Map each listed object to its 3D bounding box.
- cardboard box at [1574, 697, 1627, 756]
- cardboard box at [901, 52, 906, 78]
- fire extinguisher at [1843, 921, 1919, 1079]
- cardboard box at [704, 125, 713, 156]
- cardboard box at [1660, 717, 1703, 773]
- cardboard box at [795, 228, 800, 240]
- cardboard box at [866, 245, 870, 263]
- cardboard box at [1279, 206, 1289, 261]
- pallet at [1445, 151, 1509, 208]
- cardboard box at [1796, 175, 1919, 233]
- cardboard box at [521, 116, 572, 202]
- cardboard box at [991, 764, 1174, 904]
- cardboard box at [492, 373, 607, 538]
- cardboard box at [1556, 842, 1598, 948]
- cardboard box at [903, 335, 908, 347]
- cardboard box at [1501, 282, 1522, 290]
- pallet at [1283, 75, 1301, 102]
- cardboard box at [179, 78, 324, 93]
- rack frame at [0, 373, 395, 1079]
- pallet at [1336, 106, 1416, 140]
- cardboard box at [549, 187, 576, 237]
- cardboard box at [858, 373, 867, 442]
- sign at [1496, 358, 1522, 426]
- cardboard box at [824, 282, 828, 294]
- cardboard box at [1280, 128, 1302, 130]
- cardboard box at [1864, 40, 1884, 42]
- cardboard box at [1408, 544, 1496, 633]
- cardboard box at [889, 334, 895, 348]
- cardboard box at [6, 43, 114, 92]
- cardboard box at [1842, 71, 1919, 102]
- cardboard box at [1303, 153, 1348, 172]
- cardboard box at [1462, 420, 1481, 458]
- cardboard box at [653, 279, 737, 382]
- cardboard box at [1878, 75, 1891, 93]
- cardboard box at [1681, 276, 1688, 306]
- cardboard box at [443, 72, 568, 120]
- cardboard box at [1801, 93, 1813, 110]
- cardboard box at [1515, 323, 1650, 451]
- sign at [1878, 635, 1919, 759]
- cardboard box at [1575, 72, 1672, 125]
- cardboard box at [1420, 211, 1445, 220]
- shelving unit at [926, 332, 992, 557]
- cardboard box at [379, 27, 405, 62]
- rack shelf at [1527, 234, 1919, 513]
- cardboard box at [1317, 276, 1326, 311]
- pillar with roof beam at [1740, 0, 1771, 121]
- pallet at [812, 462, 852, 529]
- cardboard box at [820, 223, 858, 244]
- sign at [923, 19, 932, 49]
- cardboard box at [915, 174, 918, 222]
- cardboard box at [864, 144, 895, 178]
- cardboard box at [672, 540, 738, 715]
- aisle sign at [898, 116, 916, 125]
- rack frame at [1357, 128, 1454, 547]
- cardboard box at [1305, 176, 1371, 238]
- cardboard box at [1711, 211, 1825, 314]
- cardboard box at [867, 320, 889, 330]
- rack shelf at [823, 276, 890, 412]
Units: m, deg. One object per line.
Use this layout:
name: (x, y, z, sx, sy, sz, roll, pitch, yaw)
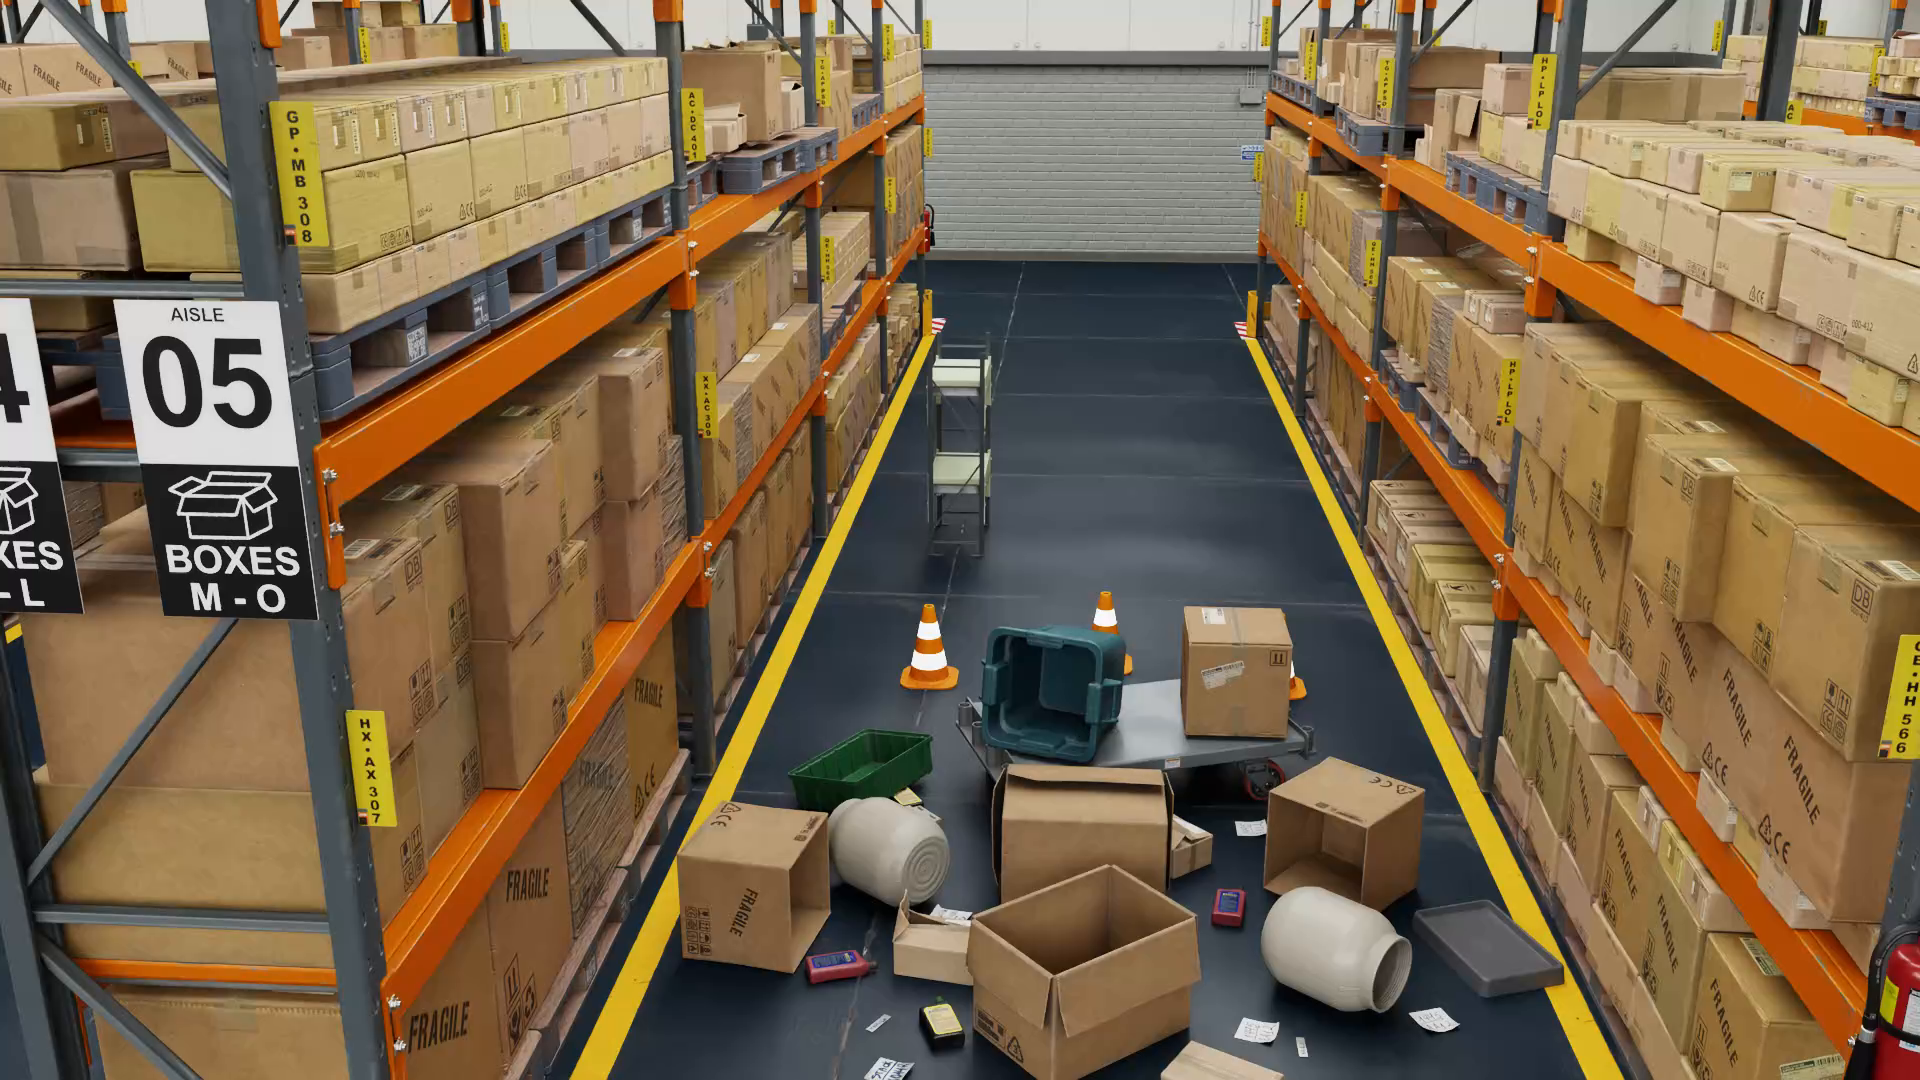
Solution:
cardboard box: (2.730, 0.763, 6.774, 0.380, 0.149, 0.250, 2, 18, 7)
cardboard box: (-0.825, -4.913, 17.219, 0.500, 0.250, 0.500, 0, 18, 2)
fire extinguisher: (2.407, 1.166, 4.170, 0.296, 0.674, 0.183, 1, 18, 4)
cardboard box: (-1.461, -2.087, 8.725, 0.250, 0.149, 0.380, 1, 18, 4)
cardboard box: (2.710, 0.704, 5.861, 0.380, 0.149, 0.250, 1, 18, 3)
cardboard box: (-1.697, -2.811, 15.436, 0.380, 0.149, 0.250, 2, 18, 5)
cardboard box: (-1.041, -2.654, 15.435, 0.380, 0.149, 0.250, 1, 18, 3)
cardboard box: (3.566, -3.136, 17.017, 0.500, 0.500, 0.500, 1, 18, 3)
pallet: (3.383, -1.986, 9.150, 1.213, 0.211, 1.003, 1, 18, 4)
cardboard box: (2.756, -1.005, 4.977, 0.380, 0.149, 0.250, 1, 18, 4)
cardboard box: (-1.672, -1.332, 5.781, 0.500, 0.250, 0.500, 1, 18, 4)
cardboard box: (0.534, 1.333, 7.327, 0.797, 0.637, 0.503, 1, 18, 4)
cardboard box: (-1.943, -0.350, 6.698, 0.875, 0.550, 0.550, 1, 18, 4)
cardboard box: (2.788, 1.477, 6.839, 0.500, 0.250, 0.500, 1, 18, 3)
cardboard box: (-0.775, -2.216, 18.274, 0.380, 0.149, 0.250, 2, 18, 5)
cardboard box: (3.632, -1.304, 10.272, 0.500, 0.500, 0.500, 0, 18, 0)
pallet: (3.894, -4.638, 17.084, 1.003, 0.211, 1.213, 1, 18, 4)
cardboard box: (-2.293, -1.414, 5.391, 0.380, 0.149, 0.250, 1, 18, 3)
rack frame: (-2.070, 1.025, 4.477, 1.000, 3.000, 0.127, 1, 18, 4)
pallet: (3.519, -3.265, 13.055, 1.003, 0.211, 1.213, 2, 18, 6)
cardboard box: (-1.599, -1.176, 5.946, 0.380, 0.149, 0.250, 1, 18, 4)
cardboard box: (-1.090, -1.159, 14.484, 0.500, 0.500, 0.500, 1, 18, 3)
sign: (2.608, -0.699, 7.881, 0.100, 0.325, 0.005, 1, 18, 4)
cardboard box: (-1.228, -1.994, 12.942, 0.380, 0.149, 0.250, 1, 18, 2)
cardboard box: (3.772, -4.509, 18.558, 0.380, 0.149, 0.250, 2, 18, 5)
cardboard box: (9.063, -4.712, 16.130, 0.500, 0.250, 0.500, 1, 18, 3)
cardboard box: (3.293, 0.309, 10.209, 0.950, 0.372, 0.625, 2, 18, 6)
cardboard box: (-0.889, -2.119, 17.499, 0.380, 0.149, 0.250, 2, 18, 6)
cardboard box: (-6.221, -3.158, 11.464, 0.500, 0.500, 0.500, 2, 18, 5)
cardboard box: (8.471, -4.164, 15.259, 0.500, 0.250, 0.500, 1, 18, 4)
cardboard box: (3.440, -3.556, 15.651, 0.380, 0.149, 0.250, 1, 18, 3)
cardboard box: (2.942, -0.547, 9.003, 0.380, 0.149, 0.250, 1, 18, 3)
cardboard box: (-1.682, -1.211, 9.535, 0.700, 0.500, 0.500, 1, 18, 4)
cardboard box: (8.268, -3.982, 14.510, 0.380, 0.149, 0.250, 2, 18, 5)
cardboard box: (2.783, -0.873, 5.856, 0.380, 0.149, 0.250, 1, 18, 4)
cardboard box: (-1.600, -1.557, 5.827, 0.380, 0.149, 0.250, 2, 18, 5)
cardboard box: (8.548, -4.333, 16.417, 0.380, 0.149, 0.250, 1, 18, 4)
cardboard box: (2.914, -0.670, 7.407, 0.700, 0.500, 0.500, 1, 18, 3)
sign: (2.323, 0.385, 4.063, 0.100, 0.325, 0.005, 1, 18, 4)
cardboard box: (3.076, -2.112, 7.998, 0.500, 0.250, 0.500, 2, 18, 5)
cardboard box: (3.753, -2.205, 12.569, 0.500, 0.500, 0.500, 1, 18, 4)
shelving unit: (0.000, -0.711, 12.183, 0.431, 1.500, 0.755, 1, 18, 4)
cardboard box: (-6.110, -4.975, 16.976, 0.700, 0.500, 0.500, 2, 18, 7)
rack shelf: (3.018, -0.600, 5.776, 1.077, 0.370, 4.000, 1, 18, 4)
cardboard box: (3.352, -2.101, 14.259, 0.500, 0.250, 0.500, 1, 18, 3)
pillar with roof beam: (5.771, -7.520, 20.920, 9.100, 9.000, 0.400, 1, 18, 4)
pallet: (-1.439, -0.377, 13.234, 1.003, 0.211, 1.213, 1, 18, 4)
cardboard box: (-1.101, -2.690, 14.590, 0.380, 0.149, 0.250, 1, 18, 4)
sign: (-0.371, -5.772, 18.981, 0.100, 0.325, 0.005, 1, 18, 4)
cardboard box: (-0.740, -3.828, 18.649, 0.500, 0.500, 0.500, 1, 18, 3)
cardboard box: (-0.912, -3.662, 16.537, 0.500, 0.500, 0.500, 1, 18, 2)
cardboard box: (-1.828, 0.458, 9.148, 1.050, 0.750, 0.750, 1, 18, 4)
aisle sign: (-0.618, -5.195, 19.286, 0.394, 0.787, 0.004, 1, 18, 4)
rack frame: (3.448, -1.380, 11.818, 1.000, 3.000, 0.127, 1, 18, 4)
cardboard box: (3.417, -3.015, 15.041, 0.500, 0.500, 0.500, 1, 18, 5)
cardboard box: (2.712, -0.874, 5.218, 0.500, 0.250, 0.500, 2, 18, 5)
cardboard box: (-0.934, -2.177, 17.198, 0.380, 0.149, 0.250, 1, 18, 2)
rack shelf: (-1.353, -1.739, 14.067, 1.077, 0.370, 4.000, 1, 18, 4)
